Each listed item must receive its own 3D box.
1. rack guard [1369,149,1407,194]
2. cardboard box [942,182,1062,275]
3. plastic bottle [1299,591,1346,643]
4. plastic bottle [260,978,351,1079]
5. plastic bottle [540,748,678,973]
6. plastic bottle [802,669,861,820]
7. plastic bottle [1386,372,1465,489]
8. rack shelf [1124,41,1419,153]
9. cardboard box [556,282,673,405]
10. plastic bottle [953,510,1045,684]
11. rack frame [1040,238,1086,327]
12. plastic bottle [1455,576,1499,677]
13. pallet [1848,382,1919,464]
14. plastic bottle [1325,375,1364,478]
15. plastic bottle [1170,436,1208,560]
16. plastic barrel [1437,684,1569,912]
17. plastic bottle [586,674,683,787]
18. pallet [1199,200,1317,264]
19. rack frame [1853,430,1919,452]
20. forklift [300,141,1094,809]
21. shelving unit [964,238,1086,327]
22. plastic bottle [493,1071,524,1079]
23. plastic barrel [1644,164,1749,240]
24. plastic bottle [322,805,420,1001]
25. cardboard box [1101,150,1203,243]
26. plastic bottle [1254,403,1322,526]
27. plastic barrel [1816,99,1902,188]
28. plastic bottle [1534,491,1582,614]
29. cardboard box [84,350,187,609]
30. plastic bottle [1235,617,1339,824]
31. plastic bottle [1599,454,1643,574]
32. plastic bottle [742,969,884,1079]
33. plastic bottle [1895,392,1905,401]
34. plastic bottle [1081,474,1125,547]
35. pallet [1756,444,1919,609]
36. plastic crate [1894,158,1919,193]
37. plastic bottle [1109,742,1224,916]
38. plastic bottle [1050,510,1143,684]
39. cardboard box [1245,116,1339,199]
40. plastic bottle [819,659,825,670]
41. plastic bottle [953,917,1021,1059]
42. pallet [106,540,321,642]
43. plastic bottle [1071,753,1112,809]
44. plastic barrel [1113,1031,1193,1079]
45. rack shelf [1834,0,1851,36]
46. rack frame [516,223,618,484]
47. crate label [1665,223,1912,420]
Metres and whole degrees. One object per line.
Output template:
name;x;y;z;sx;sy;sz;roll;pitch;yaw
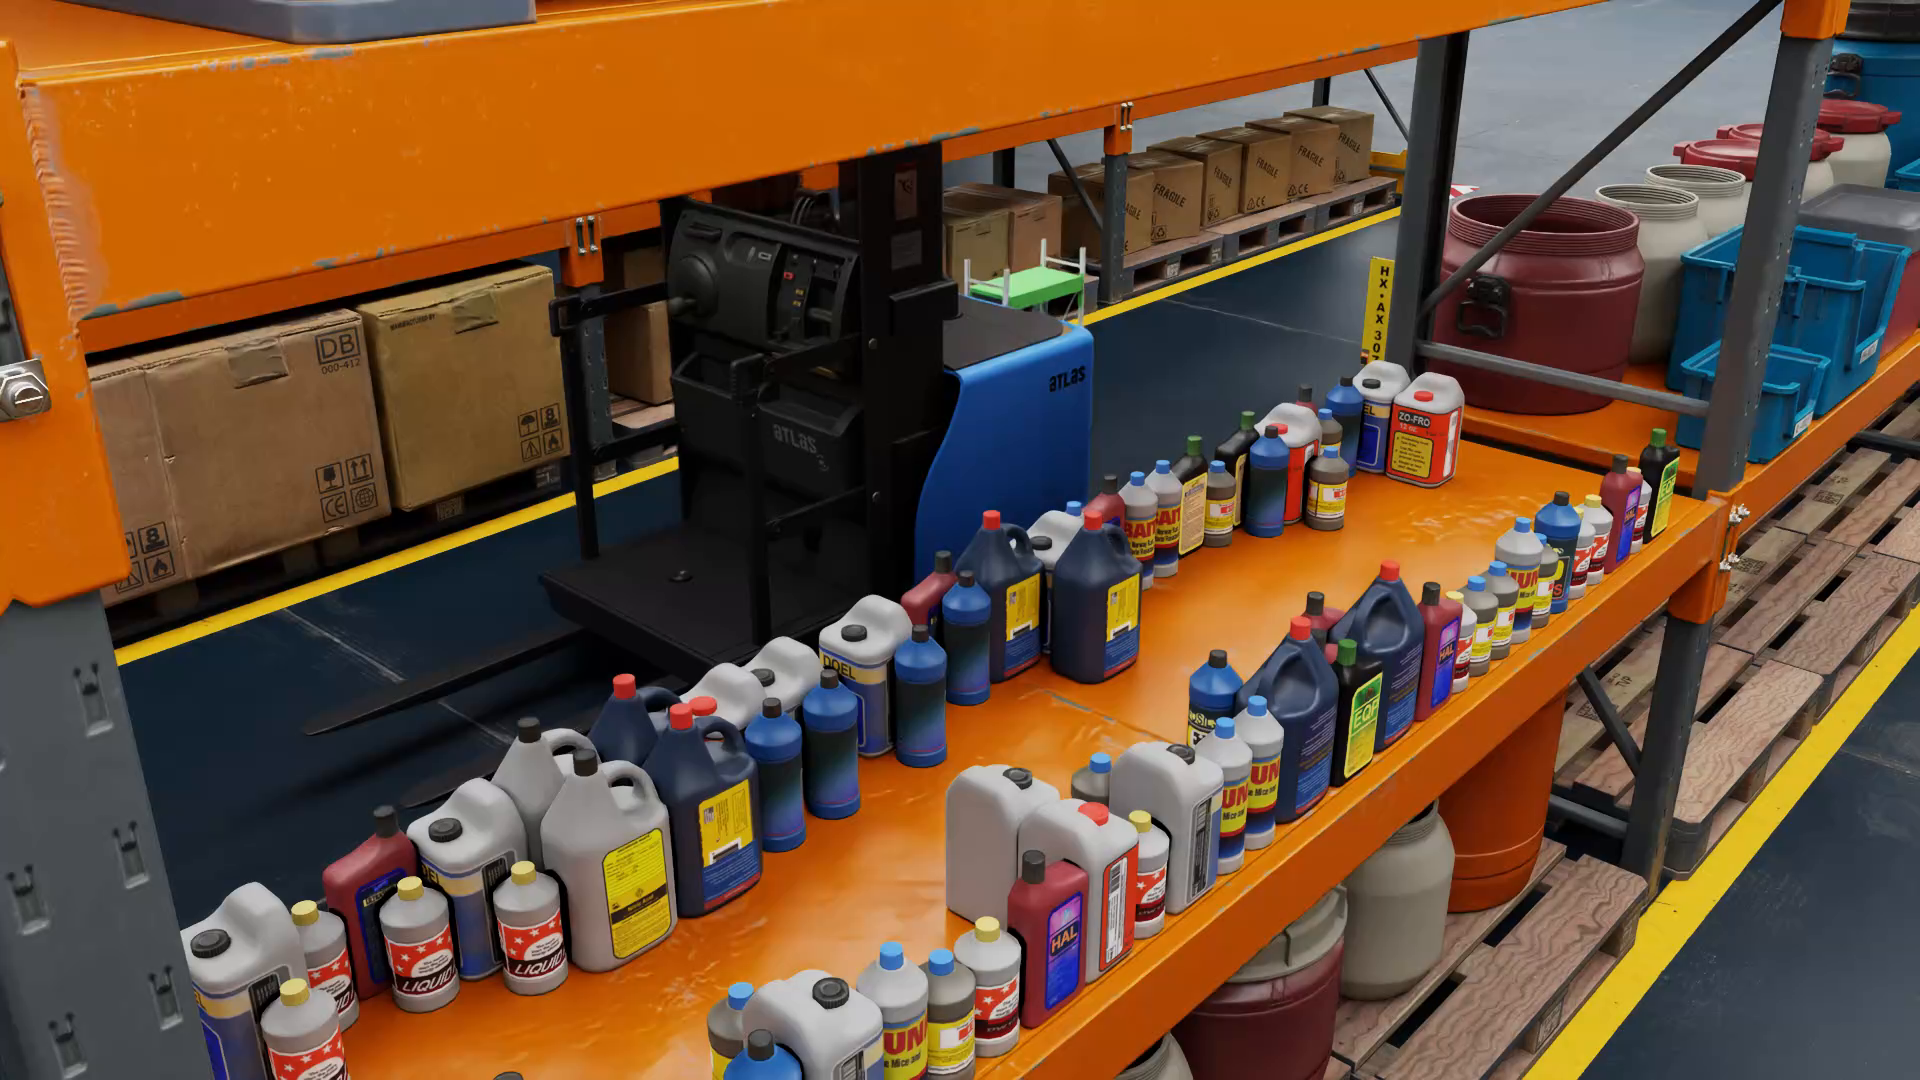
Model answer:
rack guard;3.244;-3.062;13.469;1.175;0.500;0.348;20;31;38
cardboard box;0.199;-1.886;10.308;0.700;0.500;0.500;17;29;34
plastic bottle;0.698;0.222;3.231;0.061;0.283;0.133;20;31;38
plastic bottle;-0.898;0.693;2.281;0.097;0.201;0.097;0;24;0
plastic bottle;-0.548;0.475;2.585;0.144;0.351;0.185;20;31;38
plastic bottle;-0.228;0.355;2.949;0.097;0.271;0.097;0;24;0
plastic bottle;1.228;-0.295;4.392;0.152;0.276;0.135;20;31;38
rack shelf;1.960;-3.288;11.797;1.077;0.370;4.000;20;31;38
cardboard box;-1.612;-1.058;8.462;0.700;0.500;0.500;18;30;35
plastic bottle;0.079;0.100;3.421;0.144;0.351;0.185;20;31;38
rack frame;0.446;-0.733;7.418;0.240;1.200;0.015;21;32;39
plastic bottle;1.057;0.173;3.442;0.097;0.201;0.097;0;24;0
pallet;4.793;-0.576;8.276;1.003;0.211;1.213;20;31;38
plastic bottle;1.017;-0.306;4.424;0.097;0.271;0.097;0;24;0
plastic bottle;0.528;-0.100;3.949;0.061;0.283;0.133;20;31;38
plastic barrel;1.330;0.516;4.572;0.600;0.830;0.708;20;31;38
plastic bottle;-0.532;0.379;2.798;0.144;0.351;0.185;20;31;38
pallet;1.861;-2.323;12.172;1.003;0.211;1.213;20;31;38
rack frame;4.314;-1.655;7.275;1.000;3.000;0.127;20;31;38
forklift;-0.842;-0.881;5.633;1.130;2.935;3.031;21;32;39
shelving unit;0.278;-0.660;7.256;0.258;1.200;0.503;21;32;39
plastic bottle;-0.522;0.774;1.918;0.144;0.351;0.185;20;31;38
plastic barrel;2.453;-0.987;5.649;0.421;0.512;0.421;0;24;0
plastic bottle;-0.883;0.544;2.512;0.061;0.283;0.133;20;31;38
cardboard box;1.299;-2.346;11.358;0.500;0.500;0.500;-13;27;-27
plastic bottle;0.806;-0.195;4.170;0.152;0.276;0.135;20;31;38
plastic barrel;3.512;-1.485;6.730;0.433;0.535;0.433;0;24;0
plastic bottle;1.317;0.022;3.692;0.097;0.271;0.097;0;24;0
cardboard box;-3.706;-0.265;6.258;1.225;0.875;0.875;19;30;36
plastic bottle;0.579;0.308;2.956;0.144;0.351;0.185;20;31;38
plastic bottle;1.538;-0.073;3.889;0.061;0.283;0.133;20;31;38
plastic bottle;-0.189;0.691;2.195;0.152;0.276;0.135;20;31;38
plastic bottle;4.636;-0.883;8.252;0.144;0.351;0.185;20;31;38
plastic bottle;0.309;0.000;3.726;0.061;0.283;0.133;20;31;38
pallet;3.818;-0.133;7.288;1.003;0.211;1.213;20;31;38
plastic crate;3.809;-1.227;6.339;0.392;0.384;0.575;20;31;38
plastic bottle;0.340;0.449;2.733;0.152;0.276;0.135;20;31;38
plastic bottle;0.282;0.100;3.420;0.144;0.351;0.185;20;31;38
cardboard box;2.492;-2.900;12.593;0.500;0.500;0.500;-15;28;-30
plastic bottle;-0.276;0.316;3.122;0.097;0.201;0.097;0;24;0
plastic bottle;0.039;0.637;2.405;0.097;0.201;0.097;0;24;0
pallet;-3.441;0.073;6.828;1.003;0.211;1.213;20;31;38
plastic bottle;0.234;0.455;2.812;0.097;0.201;0.097;0;24;0
plastic barrel;0.266;1.202;3.431;0.421;0.512;0.421;0;24;0
rack shelf;2.979;-2.086;5.449;1.077;0.370;4.000;20;31;38
rack frame;-2.044;-1.789;7.573;1.000;3.000;0.127;20;31;38
crate label;2.509;-0.681;5.060;0.502;0.435;0.616;20;31;38
